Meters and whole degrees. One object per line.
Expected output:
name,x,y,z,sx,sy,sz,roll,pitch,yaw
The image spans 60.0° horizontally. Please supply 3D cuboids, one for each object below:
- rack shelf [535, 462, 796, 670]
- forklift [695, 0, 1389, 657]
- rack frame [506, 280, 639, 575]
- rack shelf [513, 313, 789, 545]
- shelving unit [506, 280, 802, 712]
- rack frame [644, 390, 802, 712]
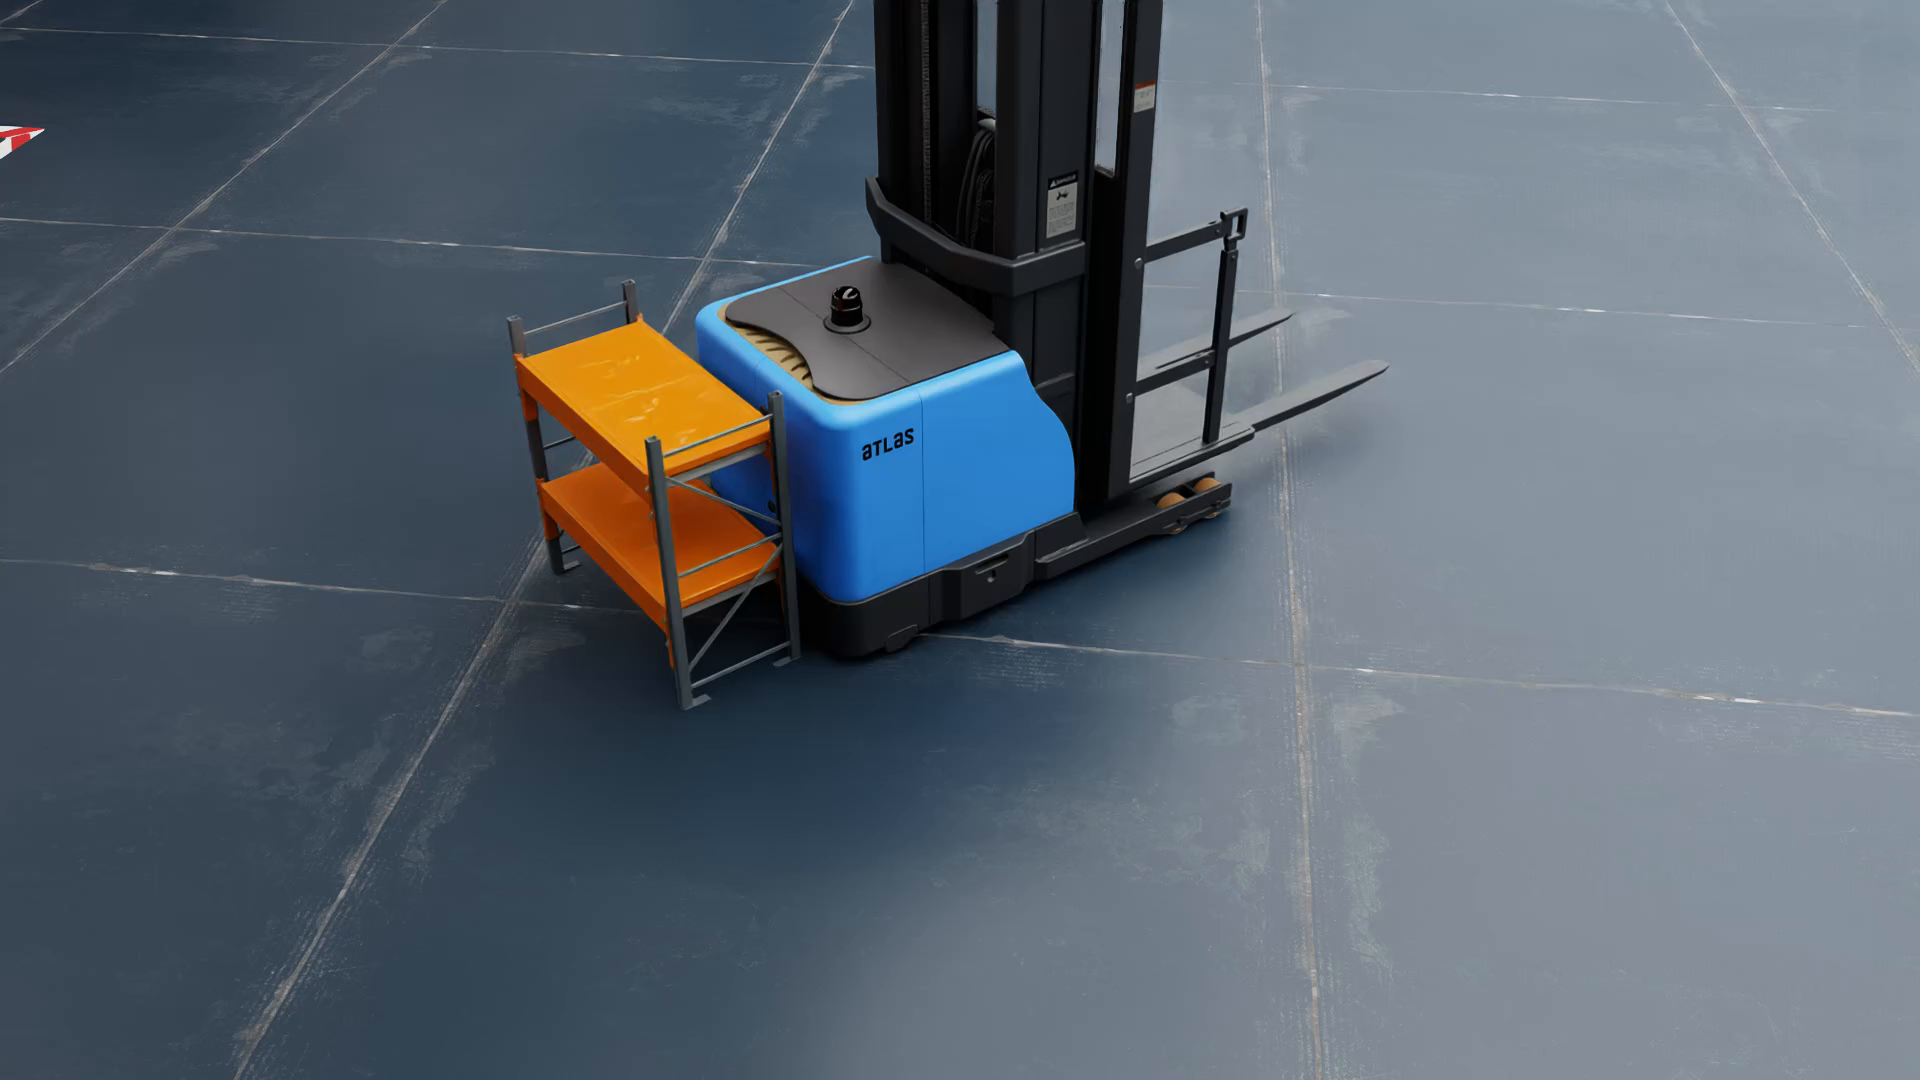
rack shelf,-1.100,0.020,6.174,0.538,0.278,1.000,-24,42,-30
forklift,0.506,-1.445,6.251,3.031,2.935,1.130,-23,41,-28
rack frame,-1.408,-0.414,6.362,0.500,1.125,0.032,-24,42,-30
rack shelf,-1.100,-0.417,5.862,0.538,0.278,1.000,-24,42,-30
shelving unit,-1.100,-0.179,6.032,0.538,1.125,1.048,-24,42,-30
rack frame,-0.792,0.056,5.703,0.500,1.125,0.032,-24,42,-30
